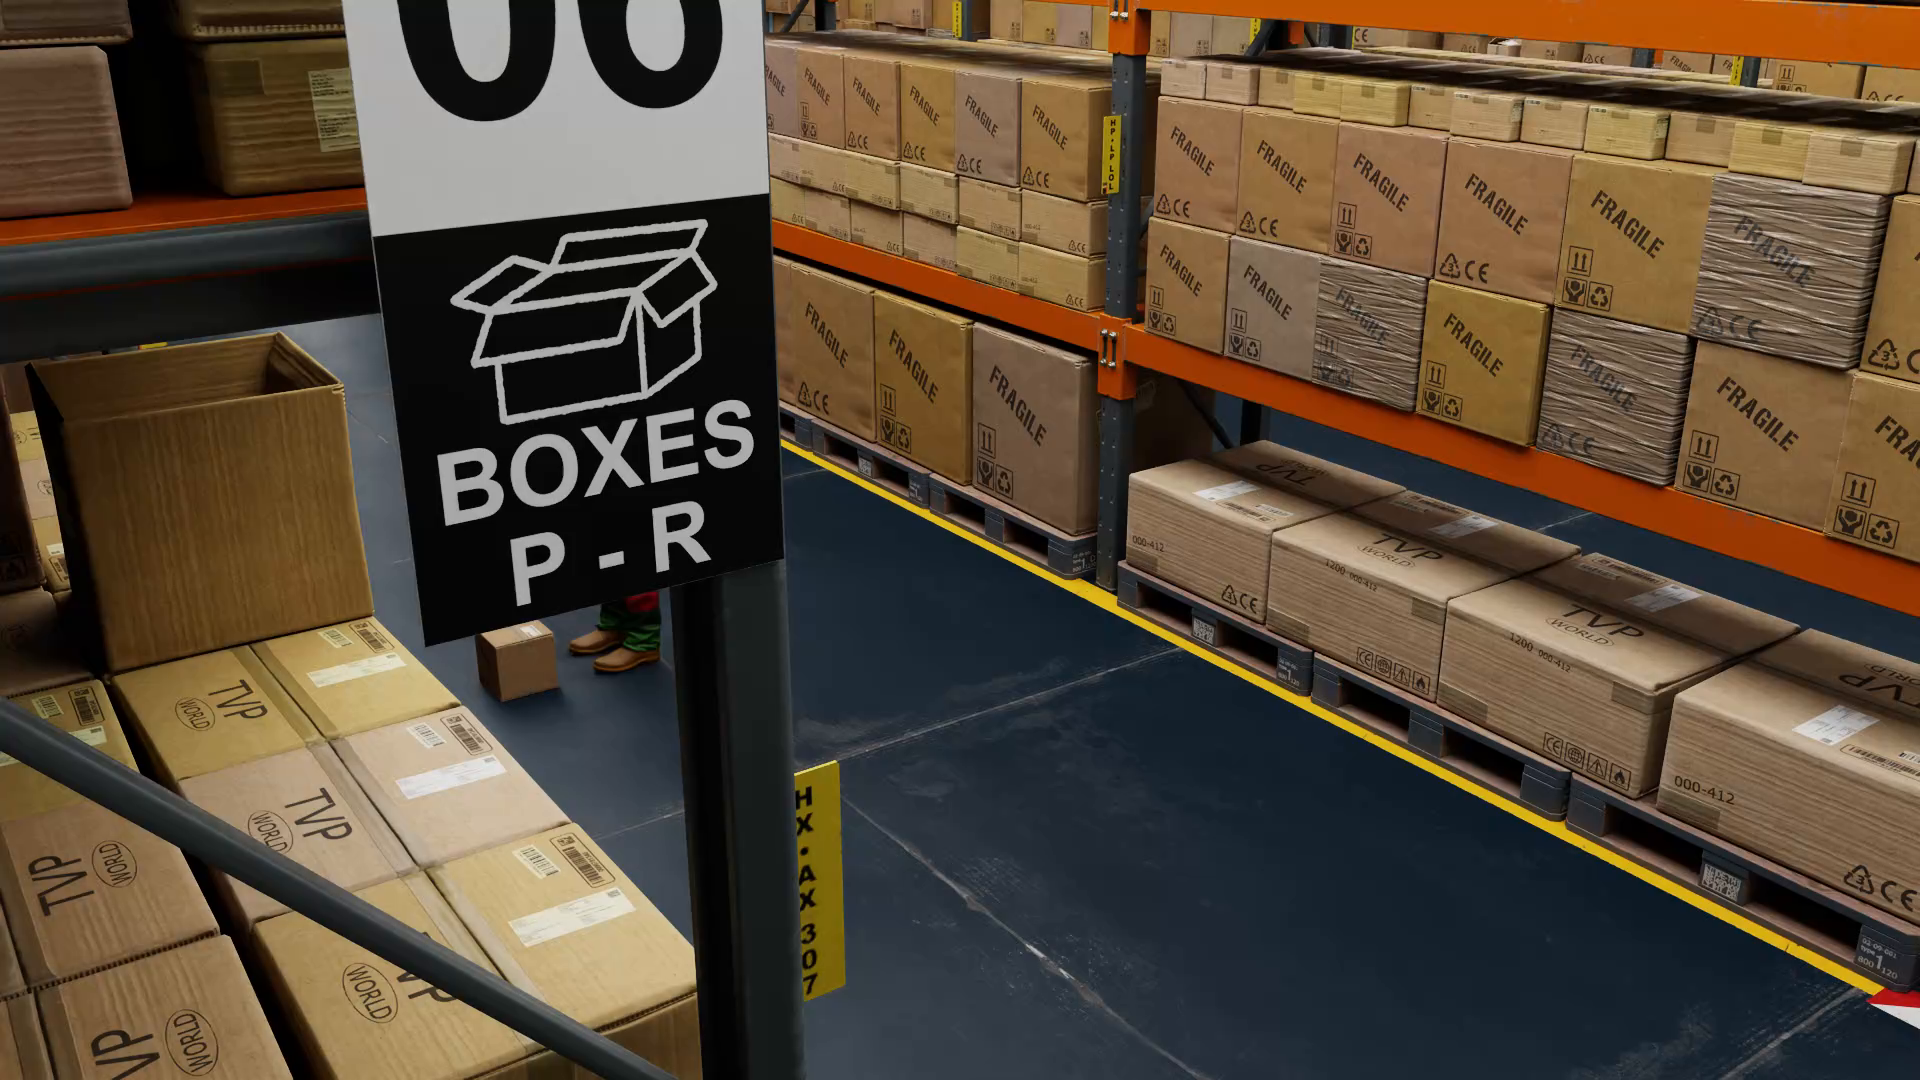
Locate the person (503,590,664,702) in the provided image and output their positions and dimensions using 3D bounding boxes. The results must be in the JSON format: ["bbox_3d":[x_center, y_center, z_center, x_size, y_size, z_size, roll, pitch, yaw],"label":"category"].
[{"bbox_3d":[-1.602,0.211,7.003,0.937,0.843,0.538,-15,26,-34],"label":"person"}]
